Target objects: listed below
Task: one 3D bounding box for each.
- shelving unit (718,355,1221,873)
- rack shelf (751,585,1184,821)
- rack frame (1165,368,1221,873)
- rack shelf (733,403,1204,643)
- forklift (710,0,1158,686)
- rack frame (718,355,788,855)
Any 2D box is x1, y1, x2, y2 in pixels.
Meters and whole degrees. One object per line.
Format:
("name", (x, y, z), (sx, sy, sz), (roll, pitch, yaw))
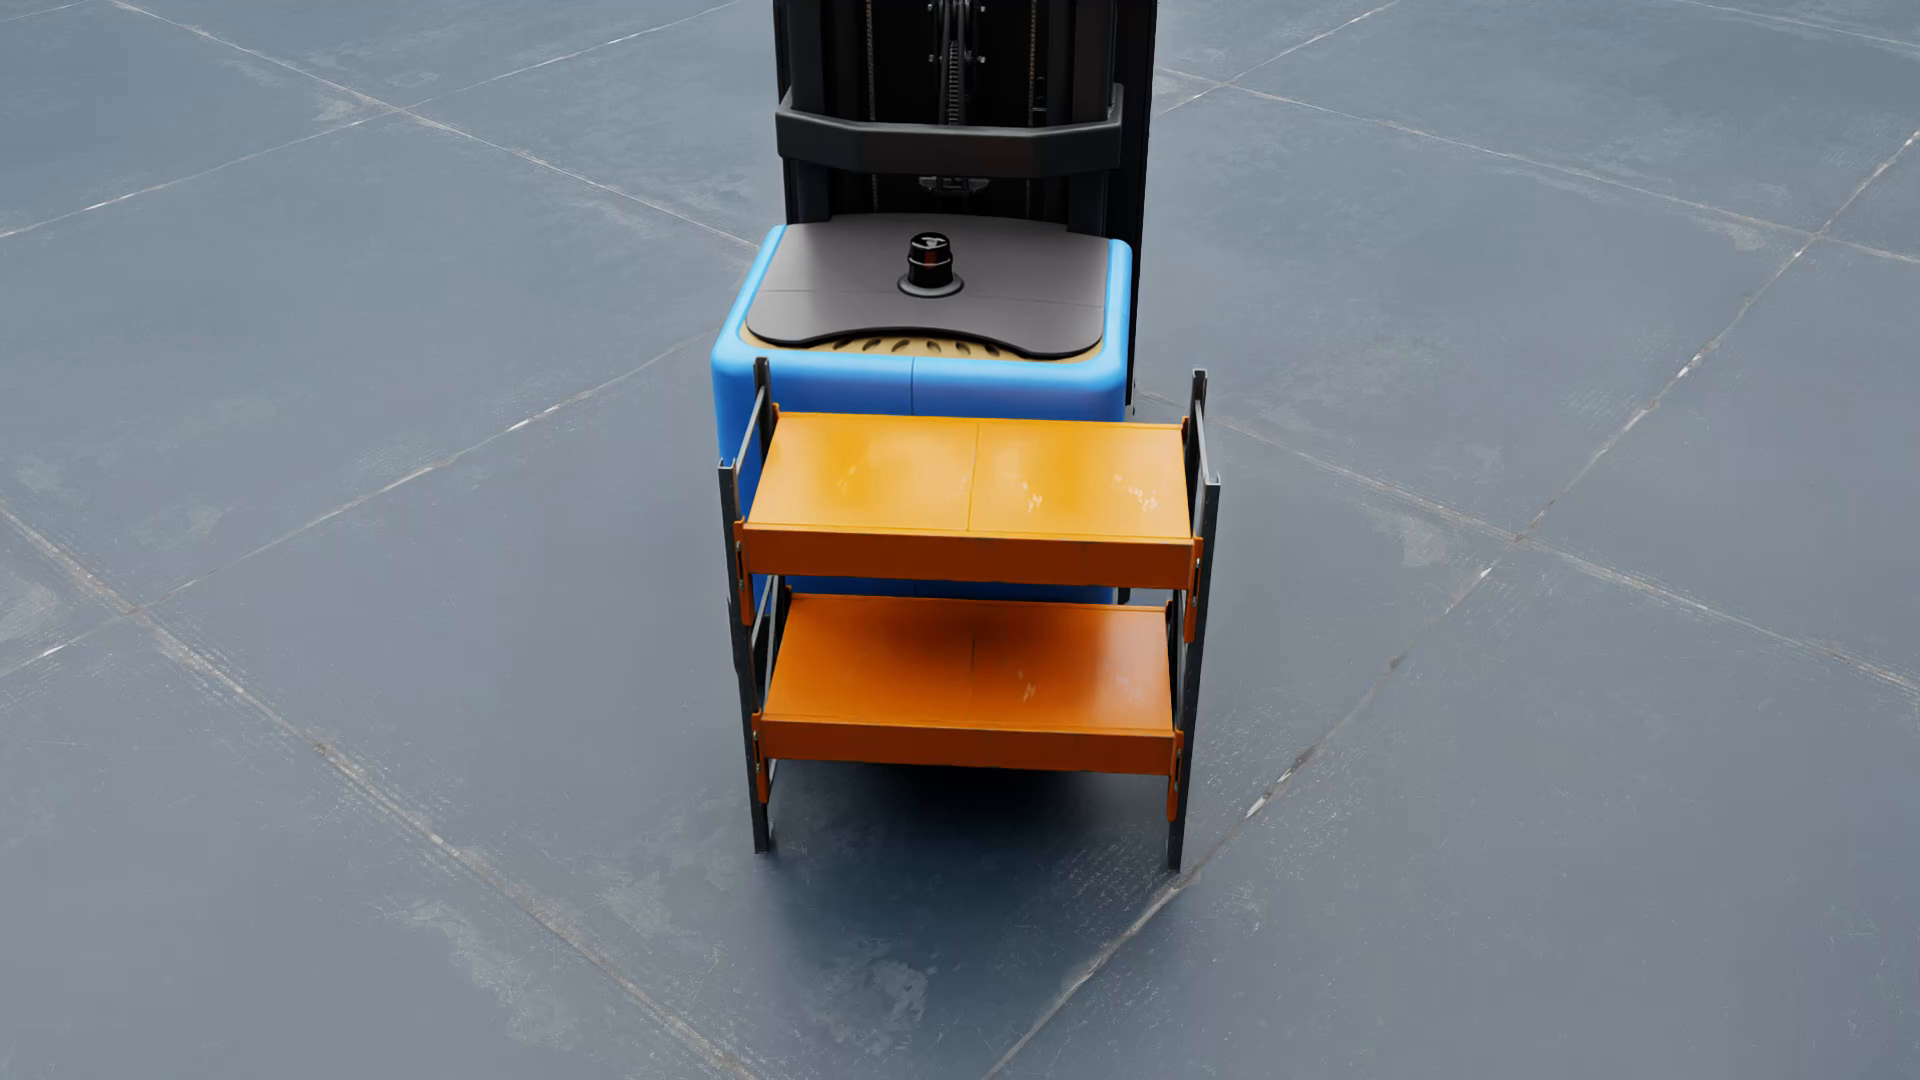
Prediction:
("shelving unit", (0.030, 0.191, 3.978), (1.048, 1.125, 0.538), (2, 35, 3))
("rack shelf", (0.030, 0.393, 4.116), (1.000, 0.278, 0.538), (2, 35, 3))
("rack frame", (0.538, 0.209, 3.952), (0.032, 1.125, 0.500), (2, 35, 3))
("rack shelf", (0.030, -0.050, 3.812), (1.000, 0.278, 0.538), (2, 35, 3))
("forklift", (0.039, -1.579, 4.960), (1.130, 2.935, 3.031), (3, 35, 5))
("rack frame", (-0.477, 0.173, 4.004), (0.032, 1.125, 0.500), (2, 35, 3))
